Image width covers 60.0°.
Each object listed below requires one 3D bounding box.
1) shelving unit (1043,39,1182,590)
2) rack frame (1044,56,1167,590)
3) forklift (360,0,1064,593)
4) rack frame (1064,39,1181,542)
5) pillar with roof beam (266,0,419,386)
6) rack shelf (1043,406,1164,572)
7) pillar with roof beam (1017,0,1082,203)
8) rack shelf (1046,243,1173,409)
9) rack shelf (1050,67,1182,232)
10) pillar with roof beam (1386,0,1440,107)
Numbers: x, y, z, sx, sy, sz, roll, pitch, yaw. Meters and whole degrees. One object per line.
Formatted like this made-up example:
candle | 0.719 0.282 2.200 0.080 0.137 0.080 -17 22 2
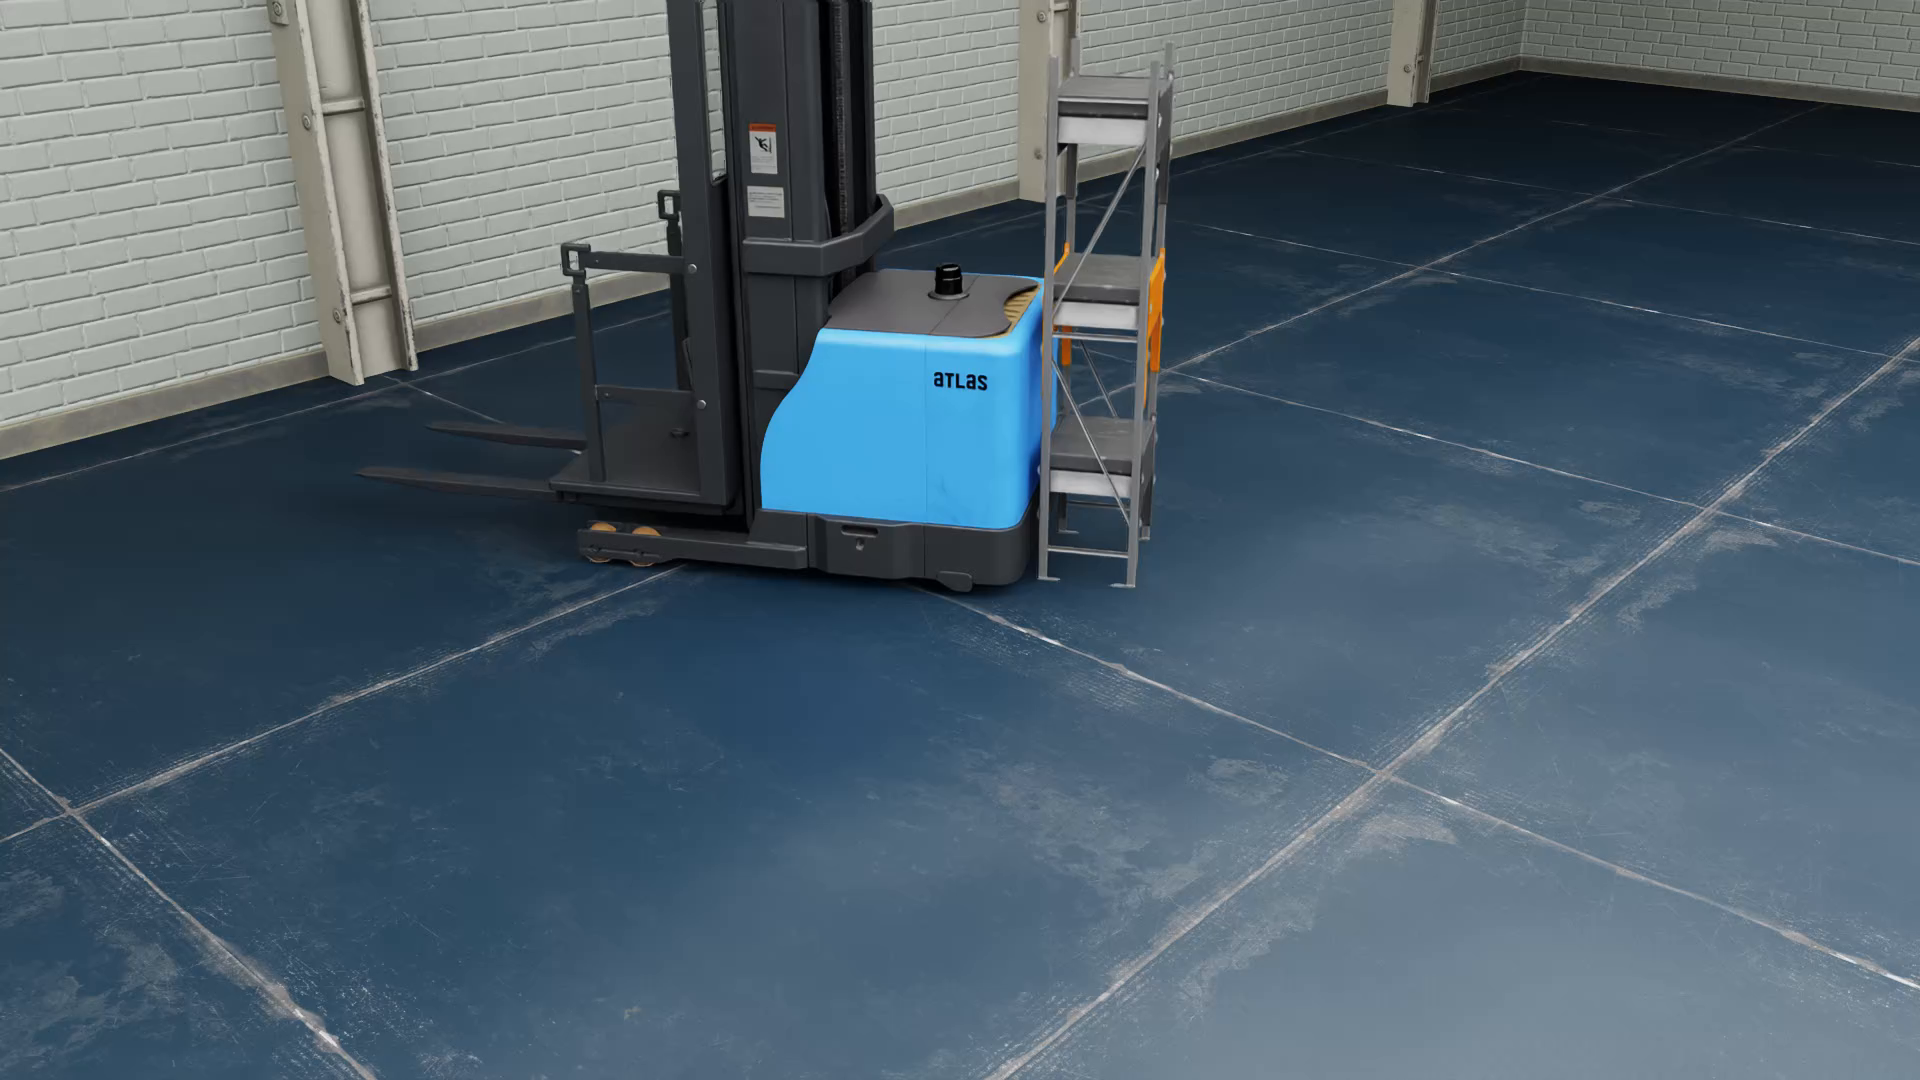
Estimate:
shelving unit | 0.599 -0.872 6.629 0.431 2.100 0.503 5 25 12
rack frame | 0.545 -0.775 6.412 0.400 2.100 0.015 5 25 12
forklift | -1.111 -1.424 6.843 3.031 2.935 1.130 5 25 12
rack frame | 0.653 -0.970 6.846 0.400 2.100 0.015 5 25 12
pillar with roof beam | -0.100 -3.881 4.906 9.100 9.000 0.400 20 31 38
rack shelf | 0.599 -0.221 6.921 0.431 0.518 0.480 5 25 12
pillar with roof beam | 3.904 -5.709 8.983 9.100 9.000 0.400 20 31 38
rack shelf | 0.599 -0.860 6.634 0.431 0.518 0.480 5 25 12
rack shelf | 0.599 -1.498 6.348 0.431 0.518 0.480 5 25 12
pillar with roof beam | 7.909 -7.537 13.060 9.100 9.000 0.400 20 31 38
